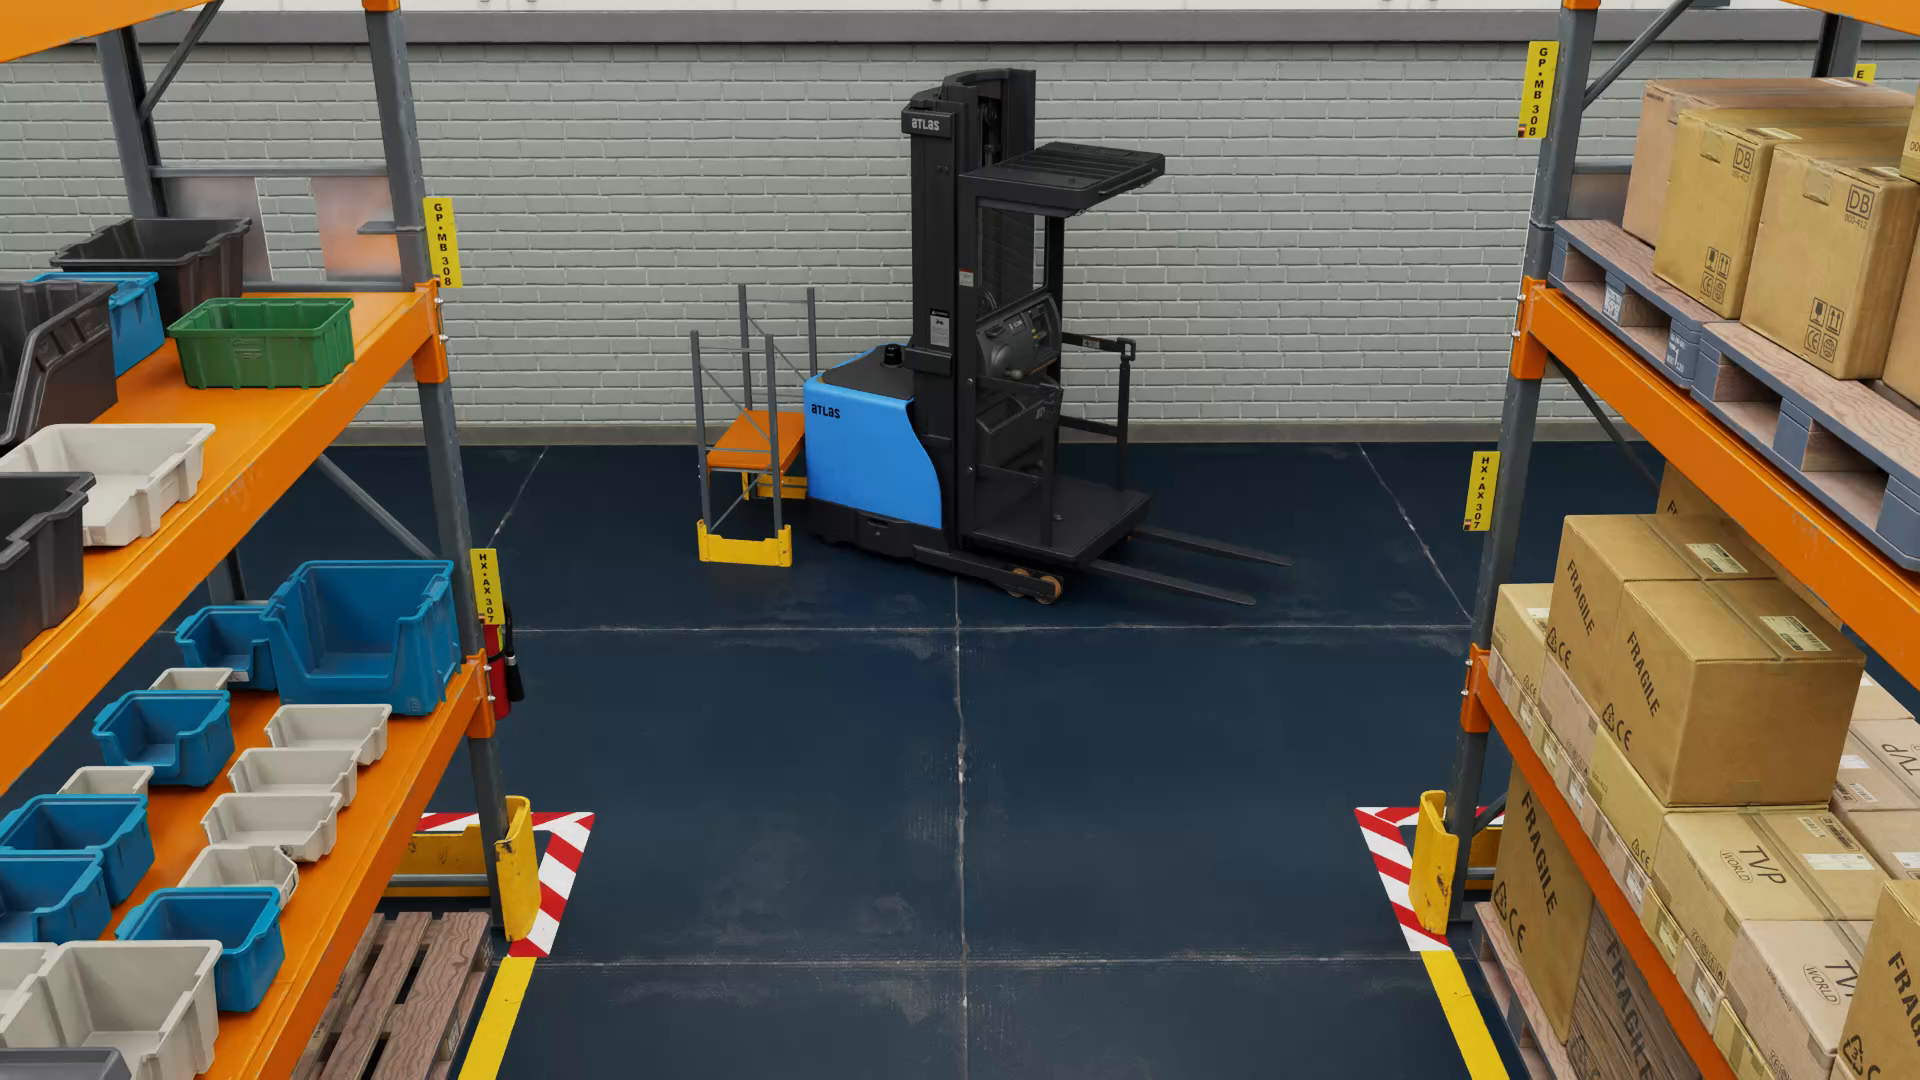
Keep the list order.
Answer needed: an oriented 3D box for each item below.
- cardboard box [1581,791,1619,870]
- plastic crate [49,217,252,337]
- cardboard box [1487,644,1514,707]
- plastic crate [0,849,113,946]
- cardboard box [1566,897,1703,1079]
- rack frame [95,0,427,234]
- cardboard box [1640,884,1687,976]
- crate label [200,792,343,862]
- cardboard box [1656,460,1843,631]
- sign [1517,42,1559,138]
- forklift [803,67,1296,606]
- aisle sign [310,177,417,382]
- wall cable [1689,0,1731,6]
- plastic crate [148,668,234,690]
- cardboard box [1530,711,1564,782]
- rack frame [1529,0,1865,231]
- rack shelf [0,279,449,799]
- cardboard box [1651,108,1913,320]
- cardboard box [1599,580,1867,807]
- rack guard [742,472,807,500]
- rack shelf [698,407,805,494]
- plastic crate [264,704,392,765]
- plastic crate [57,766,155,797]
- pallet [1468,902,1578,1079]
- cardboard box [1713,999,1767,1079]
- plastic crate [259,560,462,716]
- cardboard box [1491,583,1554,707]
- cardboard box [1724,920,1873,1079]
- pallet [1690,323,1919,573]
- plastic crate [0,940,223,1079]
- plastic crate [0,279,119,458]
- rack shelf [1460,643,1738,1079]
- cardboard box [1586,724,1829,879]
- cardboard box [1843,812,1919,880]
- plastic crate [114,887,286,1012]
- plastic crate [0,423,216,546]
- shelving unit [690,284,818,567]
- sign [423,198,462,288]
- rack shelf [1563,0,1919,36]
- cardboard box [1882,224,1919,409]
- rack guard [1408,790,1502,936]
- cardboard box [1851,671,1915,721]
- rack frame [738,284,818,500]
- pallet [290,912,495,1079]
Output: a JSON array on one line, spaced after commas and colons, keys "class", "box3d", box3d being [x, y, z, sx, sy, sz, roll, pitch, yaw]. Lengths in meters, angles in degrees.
[{"class": "cardboard box", "box3d": [2.241, 0.931, 5.357, 0.380, 0.149, 0.250, -1, 24, -2]}, {"class": "plastic crate", "box3d": [-2.673, -0.880, 5.574, 0.497, 0.269, 0.590, 0, 24, -1]}, {"class": "cardboard box", "box3d": [2.228, 0.507, 6.293, 0.380, 0.149, 0.250, 0, 24, 0]}, {"class": "plastic crate", "box3d": [-2.707, 1.086, 4.840, 0.416, 0.233, 0.300, 0, 24, -1]}, {"class": "cardboard box", "box3d": [2.651, 1.660, 5.508, 0.875, 0.875, 0.875, 0, 24, -1]}, {"class": "rack frame", "box3d": [-2.398, -2.466, 5.283, 1.000, 3.000, 0.127, 0, 24, -1]}, {"class": "cardboard box", "box3d": [2.246, 1.141, 4.892, 0.380, 0.149, 0.250, -1, 24, -2]}, {"class": "crate label", "box3d": [-2.192, 0.929, 5.302, 0.396, 0.136, 0.243, 0, 24, -1]}, {"class": "cardboard box", "box3d": [2.822, 0.036, 5.942, 0.500, 0.500, 0.500, 0, 24, 0]}, {"class": "sign", "box3d": [1.999, -1.556, 5.754, 0.100, 0.325, 0.005, 0, 24, -1]}, {"class": "forklift", "box3d": [0.534, -1.203, 9.854, 3.031, 2.935, 1.130, 14, 28, 28]}, {"class": "aisle sign", "box3d": [-2.106, -0.948, 6.052, 0.394, 0.787, 0.004, 0, 24, -1]}, {"class": "wall cable", "box3d": [5.939, -6.300, 9.855, 2.277, 5.999, 0.120, 0, 24, -1]}, {"class": "plastic crate", "box3d": [-2.804, 0.596, 6.040, 0.250, 0.136, 0.298, 0, 24, -1]}, {"class": "cardboard box", "box3d": [2.236, 0.718, 5.826, 0.380, 0.149, 0.250, -1, 24, -2]}, {"class": "rack frame", "box3d": [2.554, -2.488, 5.332, 1.000, 3.000, 0.127, 0, 24, -1]}, {"class": "rack shelf", "box3d": [-2.377, 0.052, 4.227, 1.077, 0.370, 4.000, 0, 24, -1]}, {"class": "cardboard box", "box3d": [2.499, -0.958, 4.835, 0.700, 0.500, 0.500, -1, 24, -2]}, {"class": "cardboard box", "box3d": [2.307, 0.455, 5.016, 0.500, 0.500, 0.500, -1, 24, -2]}, {"class": "rack guard", "box3d": [-1.187, -0.386, 11.300, 0.587, 0.250, 0.087, 4, 25, 8]}, {"class": "rack shelf", "box3d": [-1.268, -0.586, 10.661, 0.538, 0.185, 1.000, 4, 25, 8]}, {"class": "plastic crate", "box3d": [-2.208, 0.695, 5.820, 0.396, 0.136, 0.243, 0, 24, -1]}, {"class": "plastic crate", "box3d": [-2.797, 0.875, 5.422, 0.250, 0.136, 0.298, 0, 24, -1]}, {"class": "pallet", "box3d": [2.641, 1.845, 6.415, 1.003, 0.211, 1.213, 0, 24, -1]}, {"class": "cardboard box", "box3d": [2.253, 1.354, 4.421, 0.380, 0.149, 0.250, -1, 24, -1]}, {"class": "plastic crate", "box3d": [-2.208, 0.361, 6.196, 0.616, 0.435, 0.499, 0, 24, -1]}, {"class": "cardboard box", "box3d": [2.290, 0.377, 6.098, 0.500, 0.250, 0.500, -1, 24, -2]}, {"class": "cardboard box", "box3d": [2.317, 1.222, 4.230, 0.500, 0.250, 0.500, 0, 24, 1]}, {"class": "pallet", "box3d": [2.589, -0.272, 4.178, 1.003, 0.211, 1.213, 0, 24, -1]}, {"class": "plastic crate", "box3d": [-2.187, 1.312, 4.280, 0.437, 0.282, 0.530, 0, 24, -1]}, {"class": "plastic crate", "box3d": [-2.657, -0.440, 4.519, 0.504, 0.338, 0.767, 0, 24, -1]}, {"class": "rack shelf", "box3d": [2.576, 1.397, 4.894, 1.077, 0.370, 4.000, 0, 24, -1]}, {"class": "cardboard box", "box3d": [2.304, 0.798, 5.166, 0.500, 0.250, 0.500, -1, 24, -2]}, {"class": "cardboard box", "box3d": [2.845, 1.010, 4.699, 0.500, 0.250, 0.500, 0, 24, 0]}, {"class": "plastic crate", "box3d": [-2.120, 1.161, 4.673, 0.416, 0.233, 0.300, 0, 24, -1]}, {"class": "plastic crate", "box3d": [-2.128, -0.129, 4.075, 0.437, 0.136, 0.530, 0, 24, -1]}, {"class": "shelving unit", "box3d": [-1.267, -0.753, 10.595, 0.587, 1.500, 1.083, 4, 25, 8]}, {"class": "sign", "box3d": [-1.849, -1.061, 5.943, 0.100, 0.325, 0.005, 0, 24, -1]}, {"class": "rack shelf", "box3d": [2.576, -1.154, 3.740, 1.077, 0.370, 4.000, 0, 24, -1]}, {"class": "cardboard box", "box3d": [2.664, -0.516, 3.858, 0.700, 0.500, 0.500, 1, 24, 2]}, {"class": "rack guard", "box3d": [2.554, 1.374, 7.105, 1.175, 0.500, 0.348, 0, 24, -1]}, {"class": "cardboard box", "box3d": [2.830, 0.585, 5.637, 0.500, 0.250, 0.500, -1, 24, -1]}, {"class": "rack frame", "box3d": [-1.187, -0.956, 11.044, 0.500, 1.500, 0.032, 4, 25, 8]}, {"class": "pallet", "box3d": [-2.428, 1.878, 6.342, 1.003, 0.211, 1.213, 0, 24, -1]}]
